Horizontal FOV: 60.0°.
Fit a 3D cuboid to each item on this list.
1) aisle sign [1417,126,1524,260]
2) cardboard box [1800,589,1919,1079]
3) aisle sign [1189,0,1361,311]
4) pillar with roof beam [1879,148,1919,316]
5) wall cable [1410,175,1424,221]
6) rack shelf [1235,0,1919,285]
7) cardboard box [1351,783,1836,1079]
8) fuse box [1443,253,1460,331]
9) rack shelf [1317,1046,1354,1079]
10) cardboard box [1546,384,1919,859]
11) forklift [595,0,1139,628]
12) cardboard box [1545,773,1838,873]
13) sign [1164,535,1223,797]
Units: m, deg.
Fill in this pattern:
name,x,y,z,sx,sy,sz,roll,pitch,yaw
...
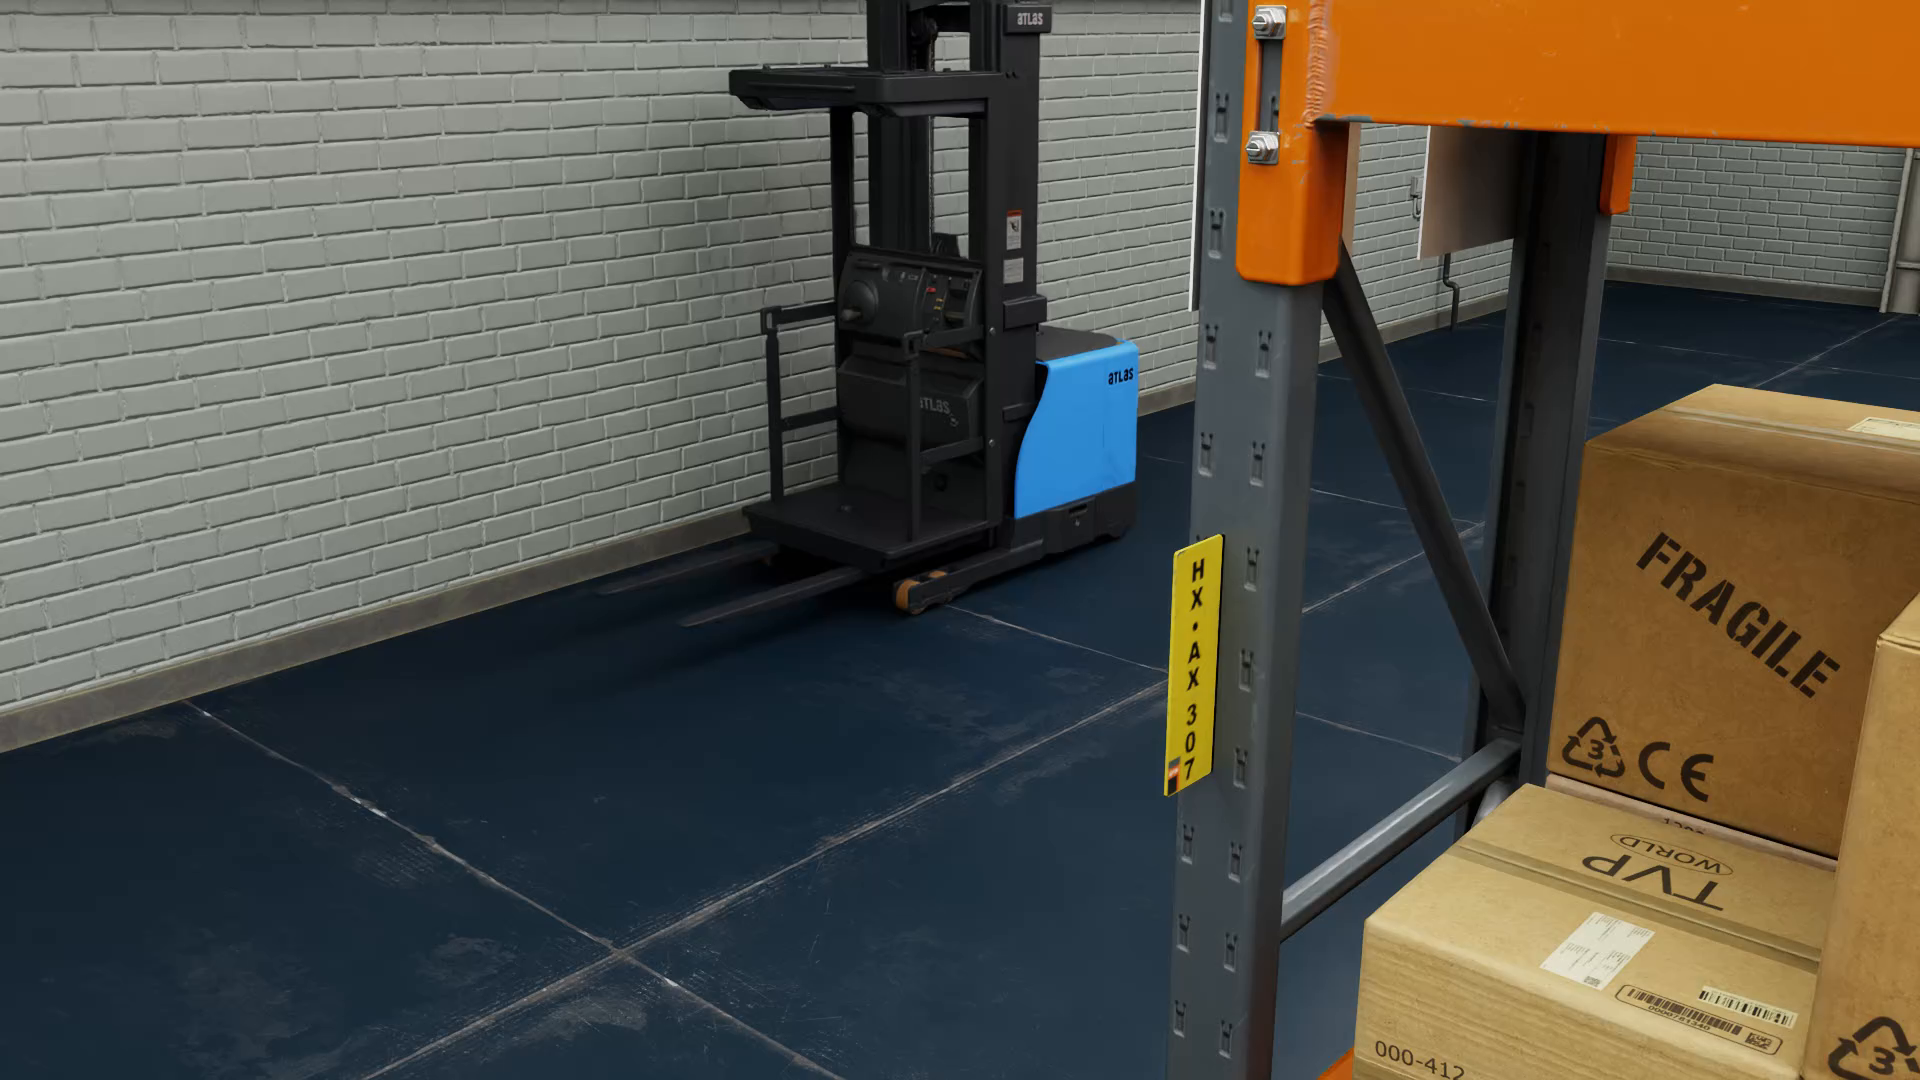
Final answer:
name,x,y,z,sx,sy,sz,roll,pitch,yaw
aisle sign,0.811,-0.836,2.490,0.004,0.787,0.394,15,23,39
cardboard box,1.220,0.315,1.676,0.500,0.500,0.500,14,23,38
aisle sign,0.413,-0.700,2.062,0.004,0.787,0.394,15,23,39
pillar with roof beam,6.260,-5.511,11.602,0.400,9.000,9.100,15,23,39
wall cable,3.944,-3.691,14.104,0.122,1.984,0.588,15,23,39
rack shelf,2.162,-0.200,1.014,4.000,0.370,1.077,15,23,39
cardboard box,0.846,0.572,2.106,0.500,0.250,0.500,14,23,38
fuse box,4.514,-2.716,14.840,0.414,1.711,0.539,15,23,39
rack shelf,2.162,1.230,1.467,4.000,0.370,1.077,15,23,39
cardboard box,1.205,0.096,2.367,0.500,0.500,0.500,15,23,40
forklift,-0.397,-1.212,8.086,1.130,2.935,3.031,16,24,41
cardboard box,1.204,0.452,2.484,0.500,0.250,0.500,15,23,38
sign,0.293,0.159,2.089,0.005,0.325,0.100,15,23,39
